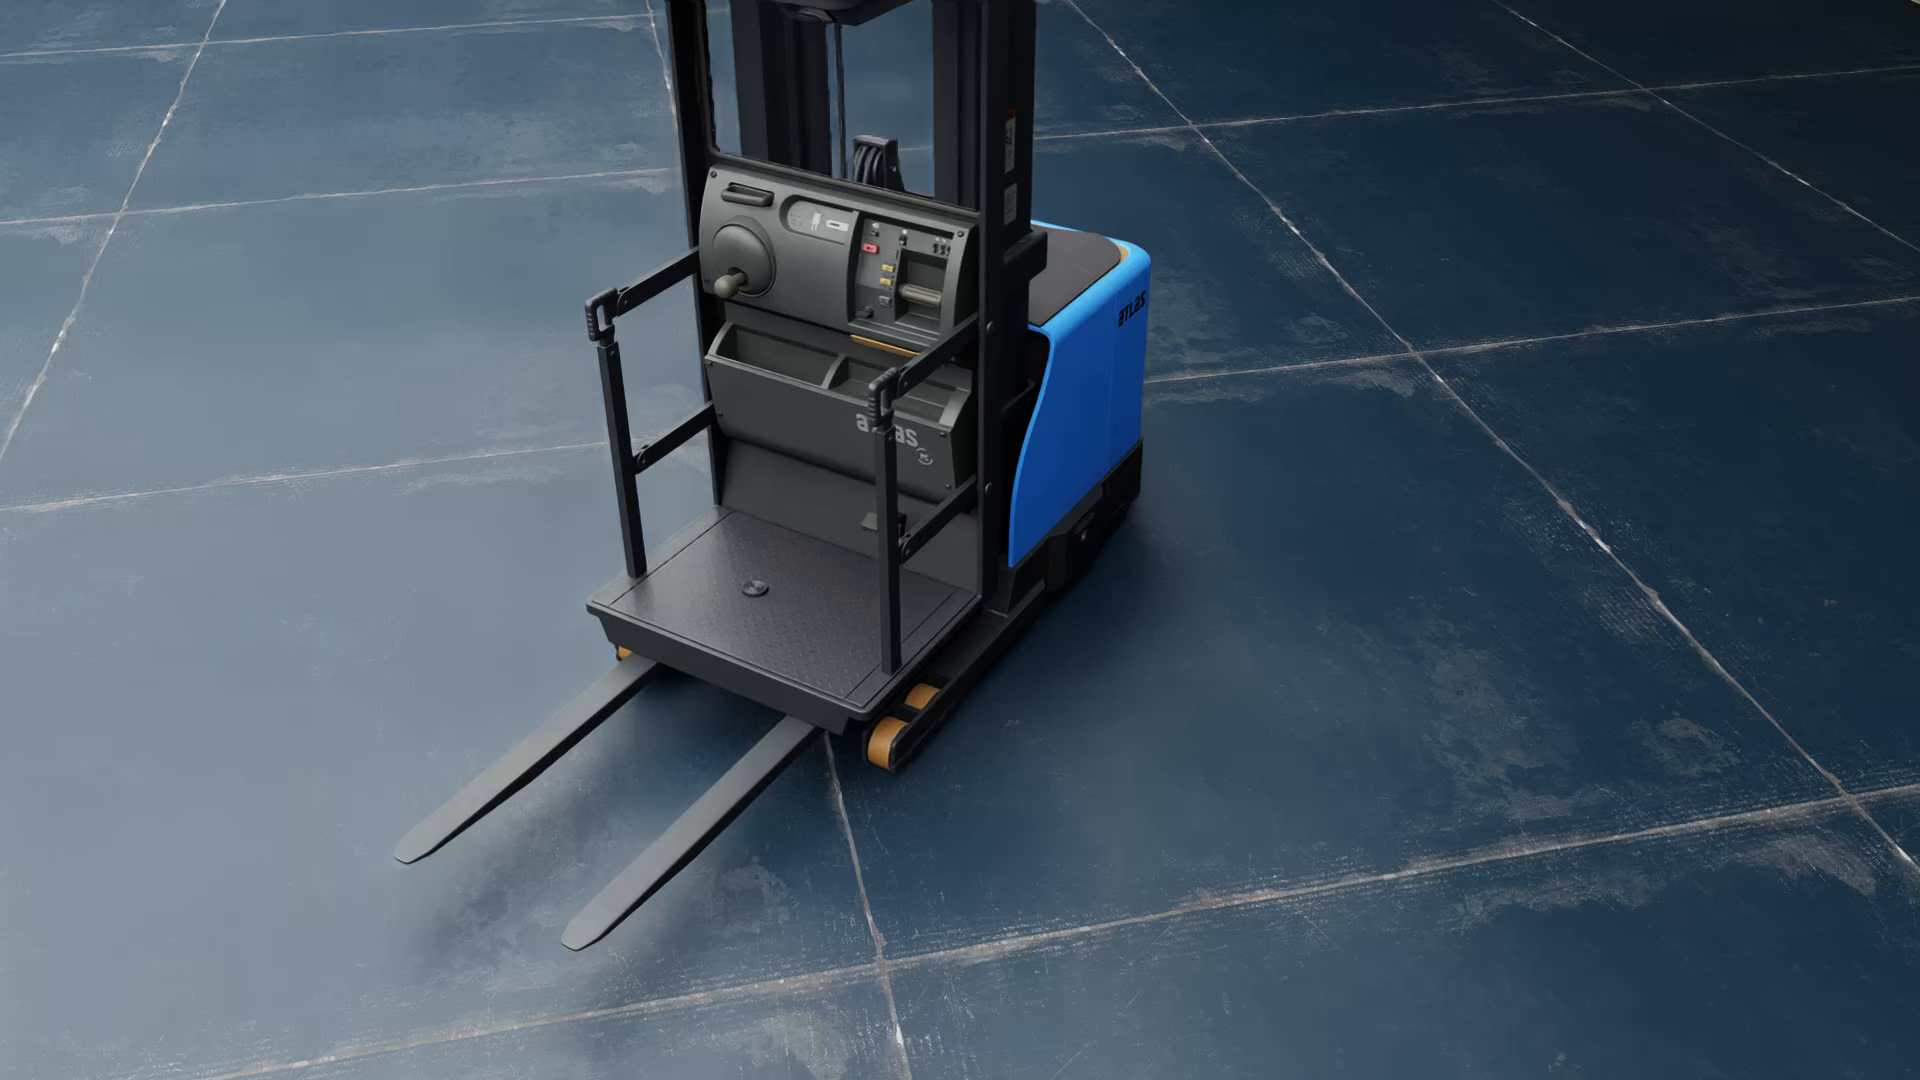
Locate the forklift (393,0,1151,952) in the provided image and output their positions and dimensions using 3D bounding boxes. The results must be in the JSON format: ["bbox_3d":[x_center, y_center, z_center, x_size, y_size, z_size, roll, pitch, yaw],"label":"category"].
[{"bbox_3d":[-0.496,-0.794,4.804,1.130,2.935,3.031,18,38,25],"label":"forklift"}]
